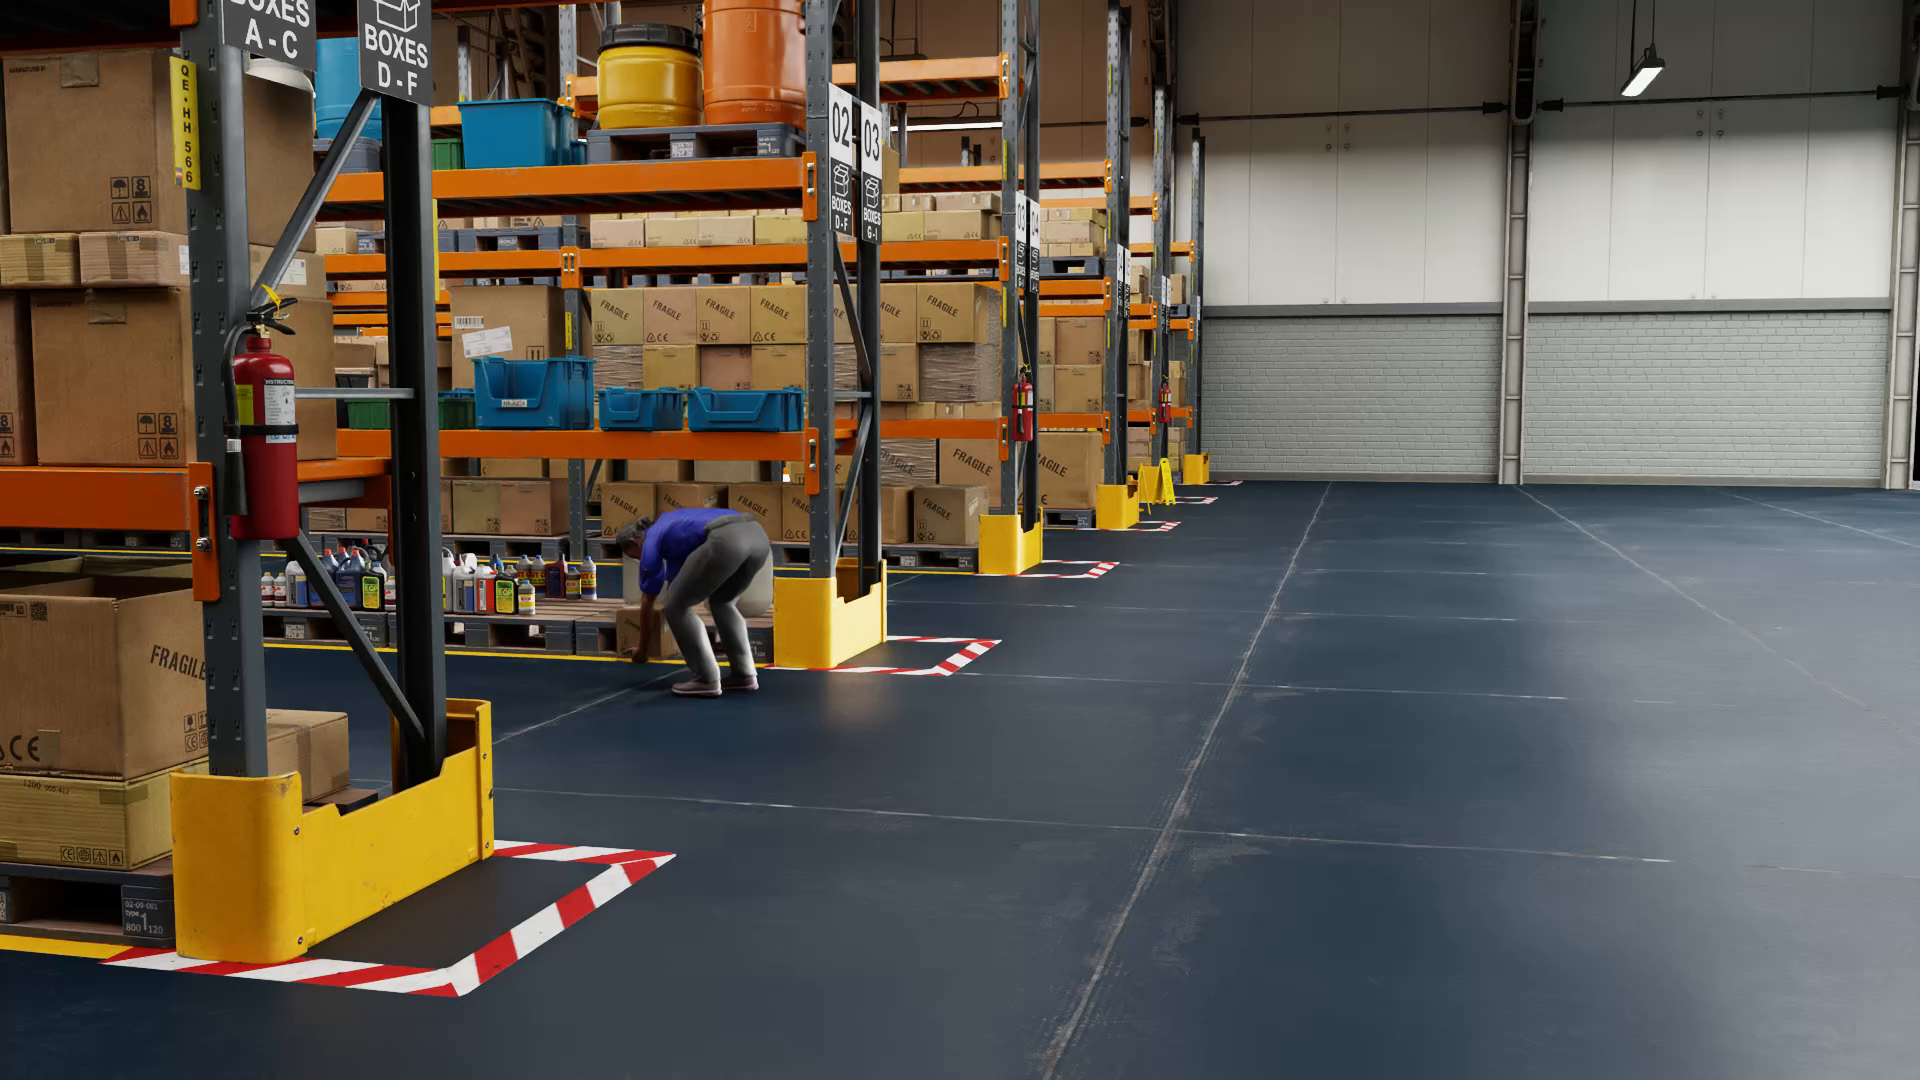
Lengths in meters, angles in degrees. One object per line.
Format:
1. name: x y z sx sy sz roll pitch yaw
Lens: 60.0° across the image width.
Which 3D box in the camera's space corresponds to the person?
1. person: -1.377 0.302 8.478 0.874 0.943 0.437 3 6 31
